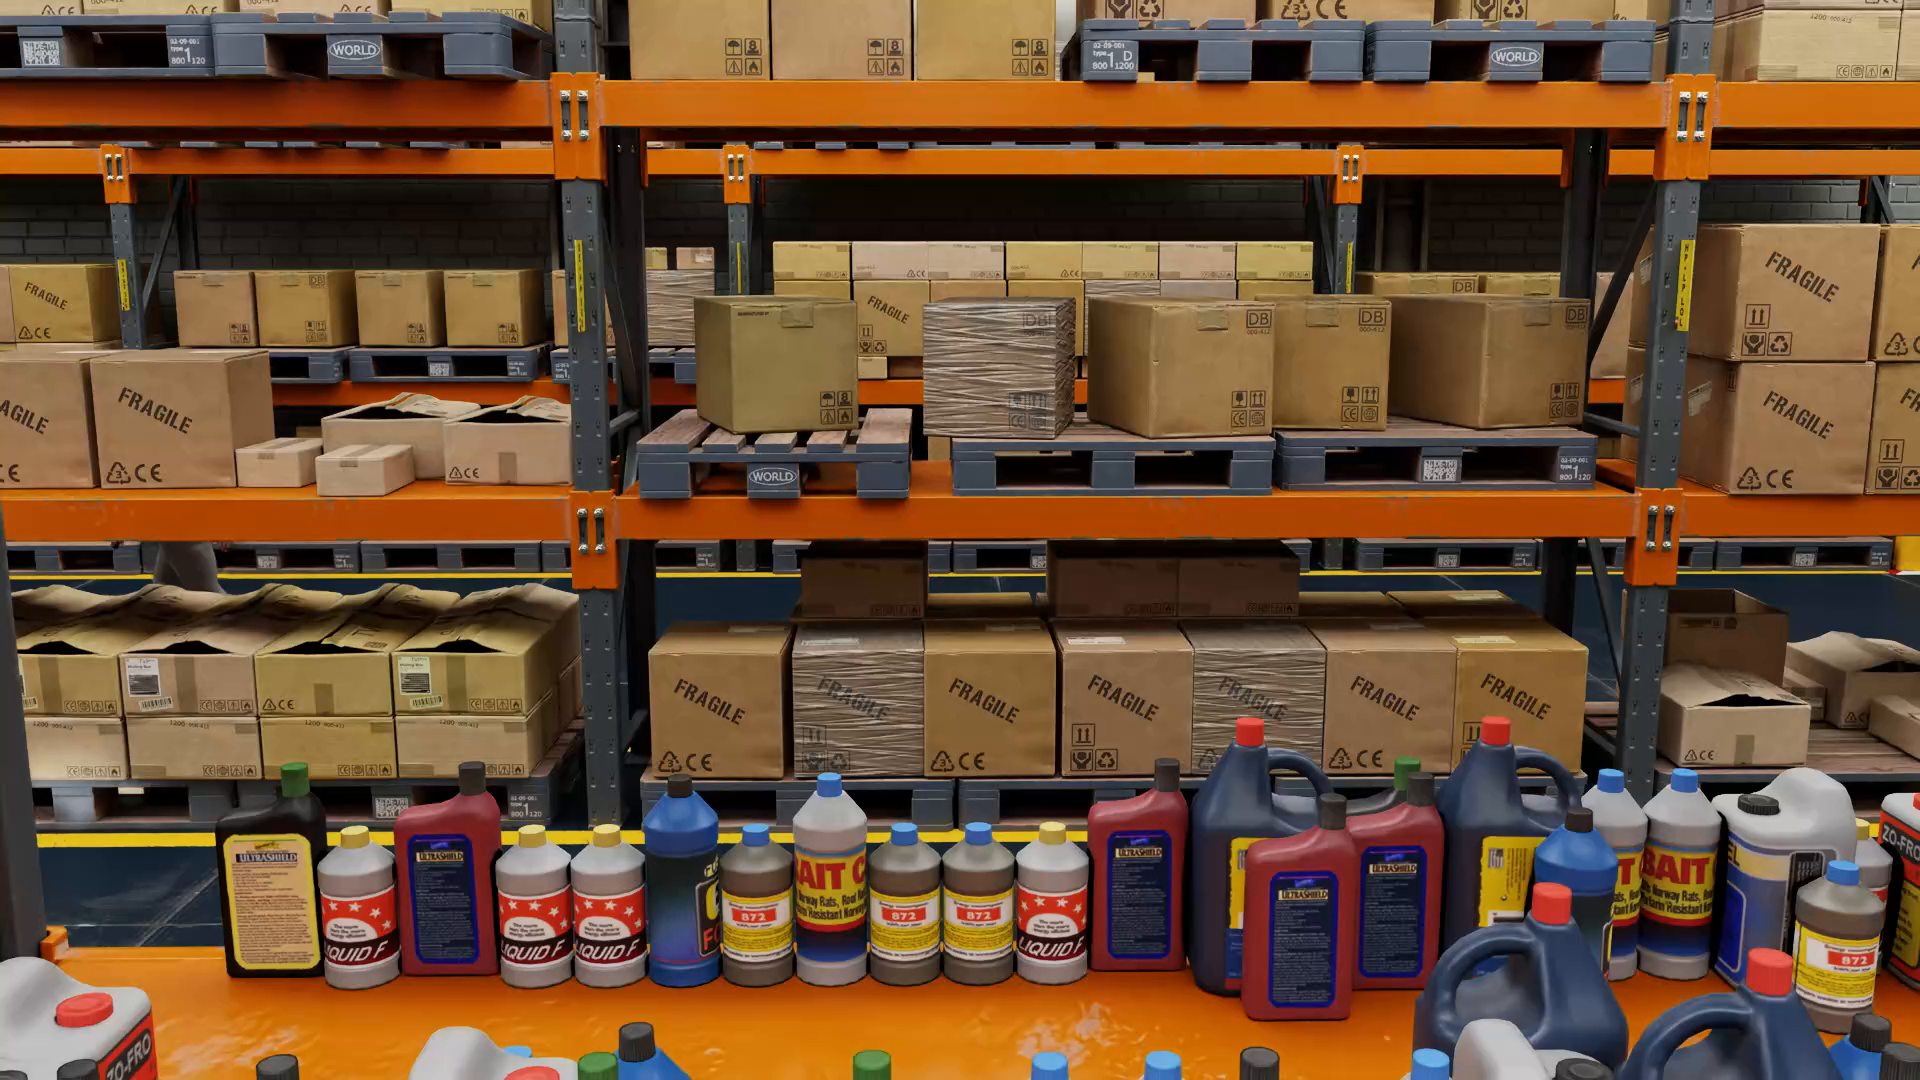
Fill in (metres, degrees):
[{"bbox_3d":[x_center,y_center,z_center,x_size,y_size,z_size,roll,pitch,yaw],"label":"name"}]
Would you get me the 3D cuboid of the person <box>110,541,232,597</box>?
[{"bbox_3d":[-3.993,-0.103,8.357,0.960,1.634,0.457,0,10,1],"label":"person"}]
